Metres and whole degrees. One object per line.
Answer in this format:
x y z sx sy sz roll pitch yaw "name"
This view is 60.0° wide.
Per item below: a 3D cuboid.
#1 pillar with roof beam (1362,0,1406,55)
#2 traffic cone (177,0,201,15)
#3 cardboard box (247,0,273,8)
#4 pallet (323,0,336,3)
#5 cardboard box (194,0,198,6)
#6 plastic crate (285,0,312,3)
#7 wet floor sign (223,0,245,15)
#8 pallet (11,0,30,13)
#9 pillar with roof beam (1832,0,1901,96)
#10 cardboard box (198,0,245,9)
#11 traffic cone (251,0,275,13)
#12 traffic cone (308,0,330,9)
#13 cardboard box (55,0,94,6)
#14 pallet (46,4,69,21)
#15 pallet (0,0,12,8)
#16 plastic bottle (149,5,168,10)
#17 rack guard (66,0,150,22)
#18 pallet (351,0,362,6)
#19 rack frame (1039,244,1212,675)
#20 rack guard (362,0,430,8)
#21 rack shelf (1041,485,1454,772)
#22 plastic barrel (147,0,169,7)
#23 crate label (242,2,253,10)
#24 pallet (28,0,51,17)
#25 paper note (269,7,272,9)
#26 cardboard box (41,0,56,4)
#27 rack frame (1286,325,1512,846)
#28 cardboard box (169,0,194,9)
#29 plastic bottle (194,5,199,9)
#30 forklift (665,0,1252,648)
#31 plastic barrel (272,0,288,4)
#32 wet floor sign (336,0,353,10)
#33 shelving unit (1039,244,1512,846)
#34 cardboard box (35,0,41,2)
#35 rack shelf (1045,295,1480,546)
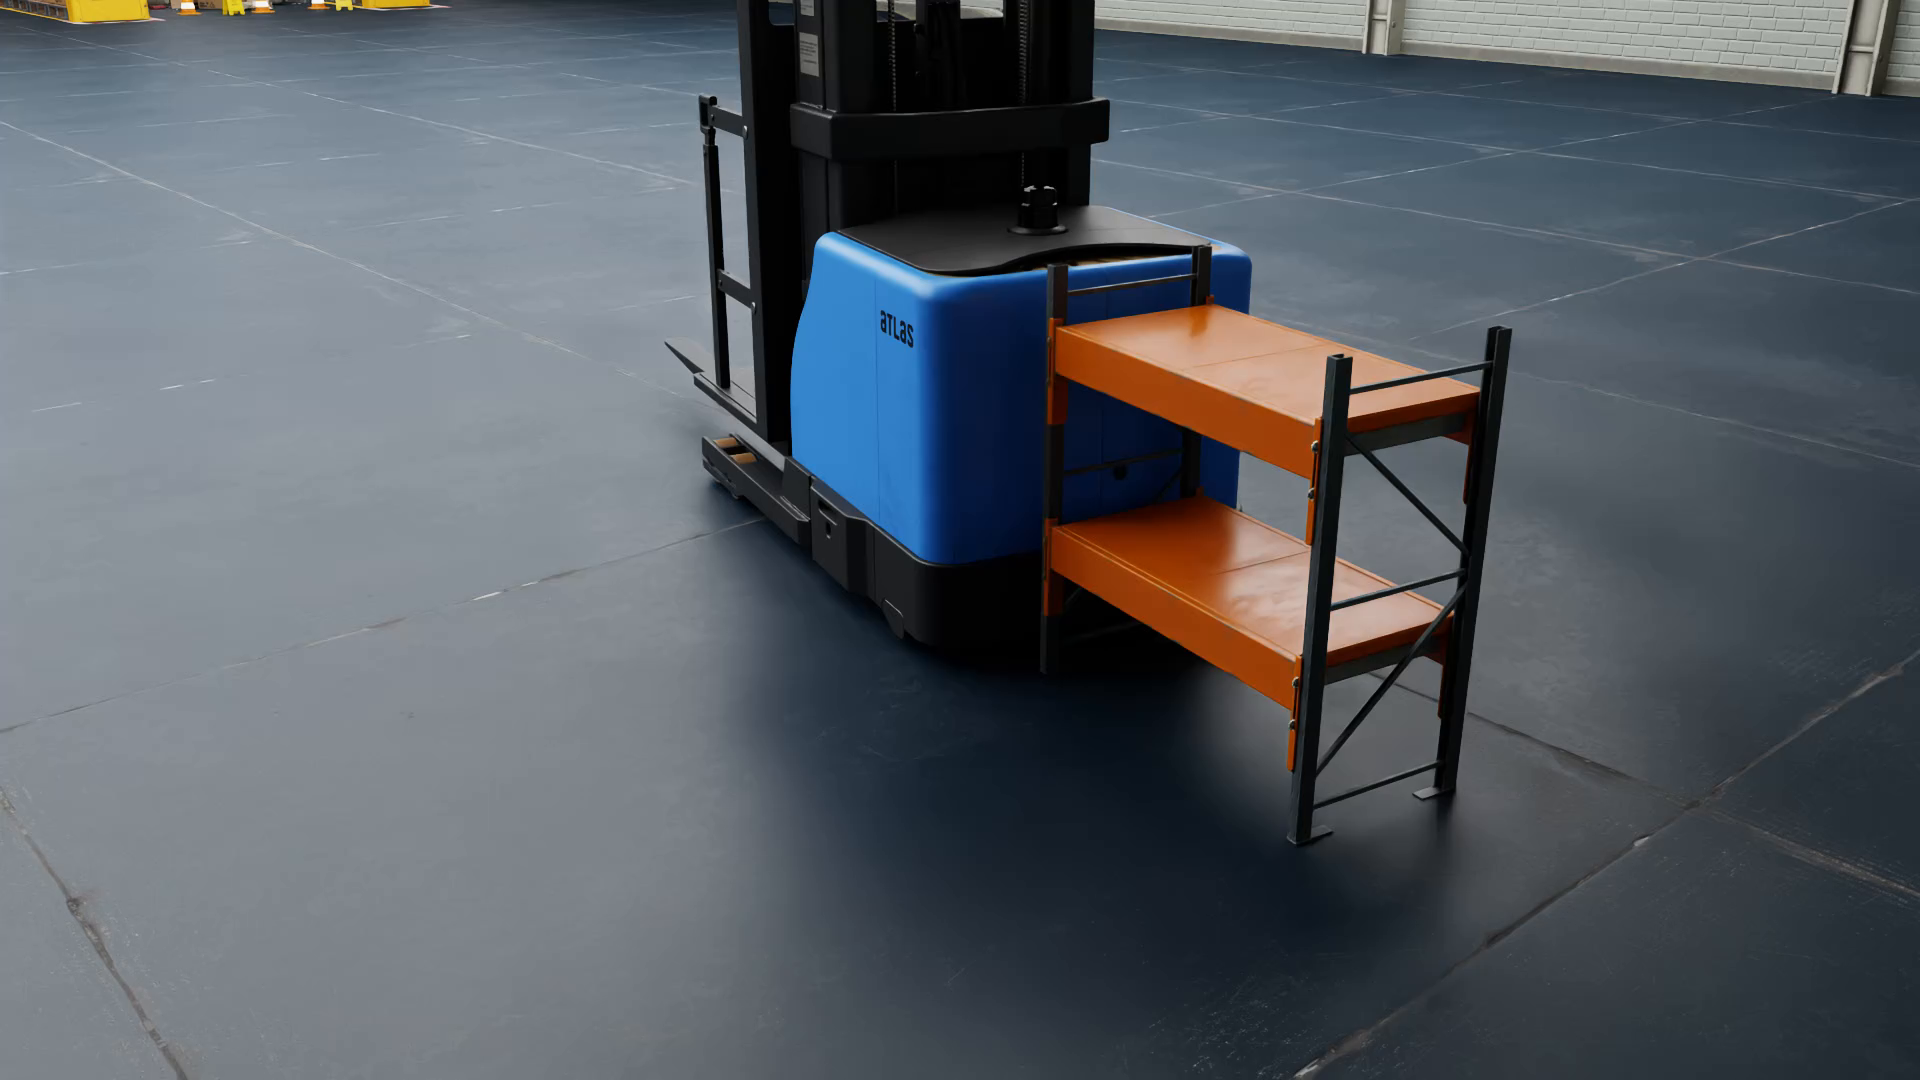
2.232 -9.507 17.417 9.100 9.000 0.400 -17 27 -37 "pillar with roof beam"
-13.197 -9.219 28.387 0.336 0.463 0.334 -17 27 -37 "traffic cone"
-12.628 -9.675 29.983 0.380 0.149 0.250 -4 22 -10 "cardboard box"
-11.587 -10.414 31.784 1.003 0.211 1.213 -17 27 -37 "pallet"
-13.923 -10.162 30.552 0.797 0.637 0.503 -17 27 -37 "cardboard box"
-12.450 -10.238 31.515 0.583 0.080 0.402 12 24 27 "plastic crate"
-12.407 -9.283 28.299 0.232 0.644 0.267 17 27 36 "wet floor sign"
-16.100 -9.493 29.433 1.003 0.211 1.213 -17 27 -37 "pallet"
6.149 -7.849 13.185 9.100 9.000 0.400 -17 27 -37 "pillar with roof beam"
-13.307 -9.842 29.922 0.637 0.503 0.797 3 22 9 "cardboard box"
-12.119 -9.394 28.834 0.336 0.463 0.334 -17 27 -37 "traffic cone"
-11.500 -9.752 29.749 0.336 0.463 0.334 -17 27 -37 "traffic cone"
-14.419 -9.293 27.436 0.875 0.875 0.875 -17 27 -37 "cardboard box"
-14.507 -8.819 27.712 1.003 0.211 1.213 -17 27 -37 "pallet"
-17.098 -9.917 30.515 1.003 0.211 1.213 -17 27 -37 "pallet"
-14.284 -9.494 29.639 0.133 0.061 0.283 12 24 27 "plastic bottle"
-13.911 -8.745 27.126 1.175 0.500 0.348 -17 27 -37 "rack guard"
-10.795 -10.077 30.923 1.003 0.211 1.213 -17 27 -37 "pallet"
0.441 -0.207 4.470 0.500 1.125 0.032 -12 24 -28 "rack frame"
-10.292 -9.979 30.276 1.175 0.500 0.348 -17 27 -37 "rack guard"
0.700 0.180 4.152 0.538 0.278 1.000 -12 24 -28 "rack shelf"
-14.635 -9.873 30.110 0.512 0.421 0.421 0 21 -1 "plastic barrel"
-12.679 -9.445 29.410 0.298 0.136 0.250 7 23 18 "crate label"
-15.300 -9.156 28.572 1.003 0.211 1.213 -17 27 -37 "pallet"
-12.367 -9.527 29.765 0.142 0.019 0.148 12 24 27 "paper note"
-14.995 -9.536 28.055 0.875 0.875 0.875 -18 28 -38 "cardboard box"
0.960 0.112 3.656 0.500 1.125 0.032 -12 24 -28 "rack frame"
-14.020 -9.711 29.914 0.396 0.266 0.258 -12 25 -28 "cardboard box"
-13.713 -9.497 29.648 0.283 0.061 0.133 12 24 27 "plastic bottle"
-0.277 -1.569 5.471 1.130 2.935 3.031 -10 24 -24 "forklift"
-12.737 -10.132 30.773 0.512 0.421 0.421 0 21 -1 "plastic barrel"
-10.929 -9.718 29.412 0.267 0.644 0.232 -8 23 -19 "wet floor sign"
0.700 -0.048 4.063 0.538 1.125 1.048 -12 24 -28 "shelving unit"
-15.588 -9.788 28.700 0.875 0.875 0.875 -17 27 -37 "cardboard box"
0.700 -0.320 3.956 0.538 0.278 1.000 -12 24 -28 "rack shelf"
